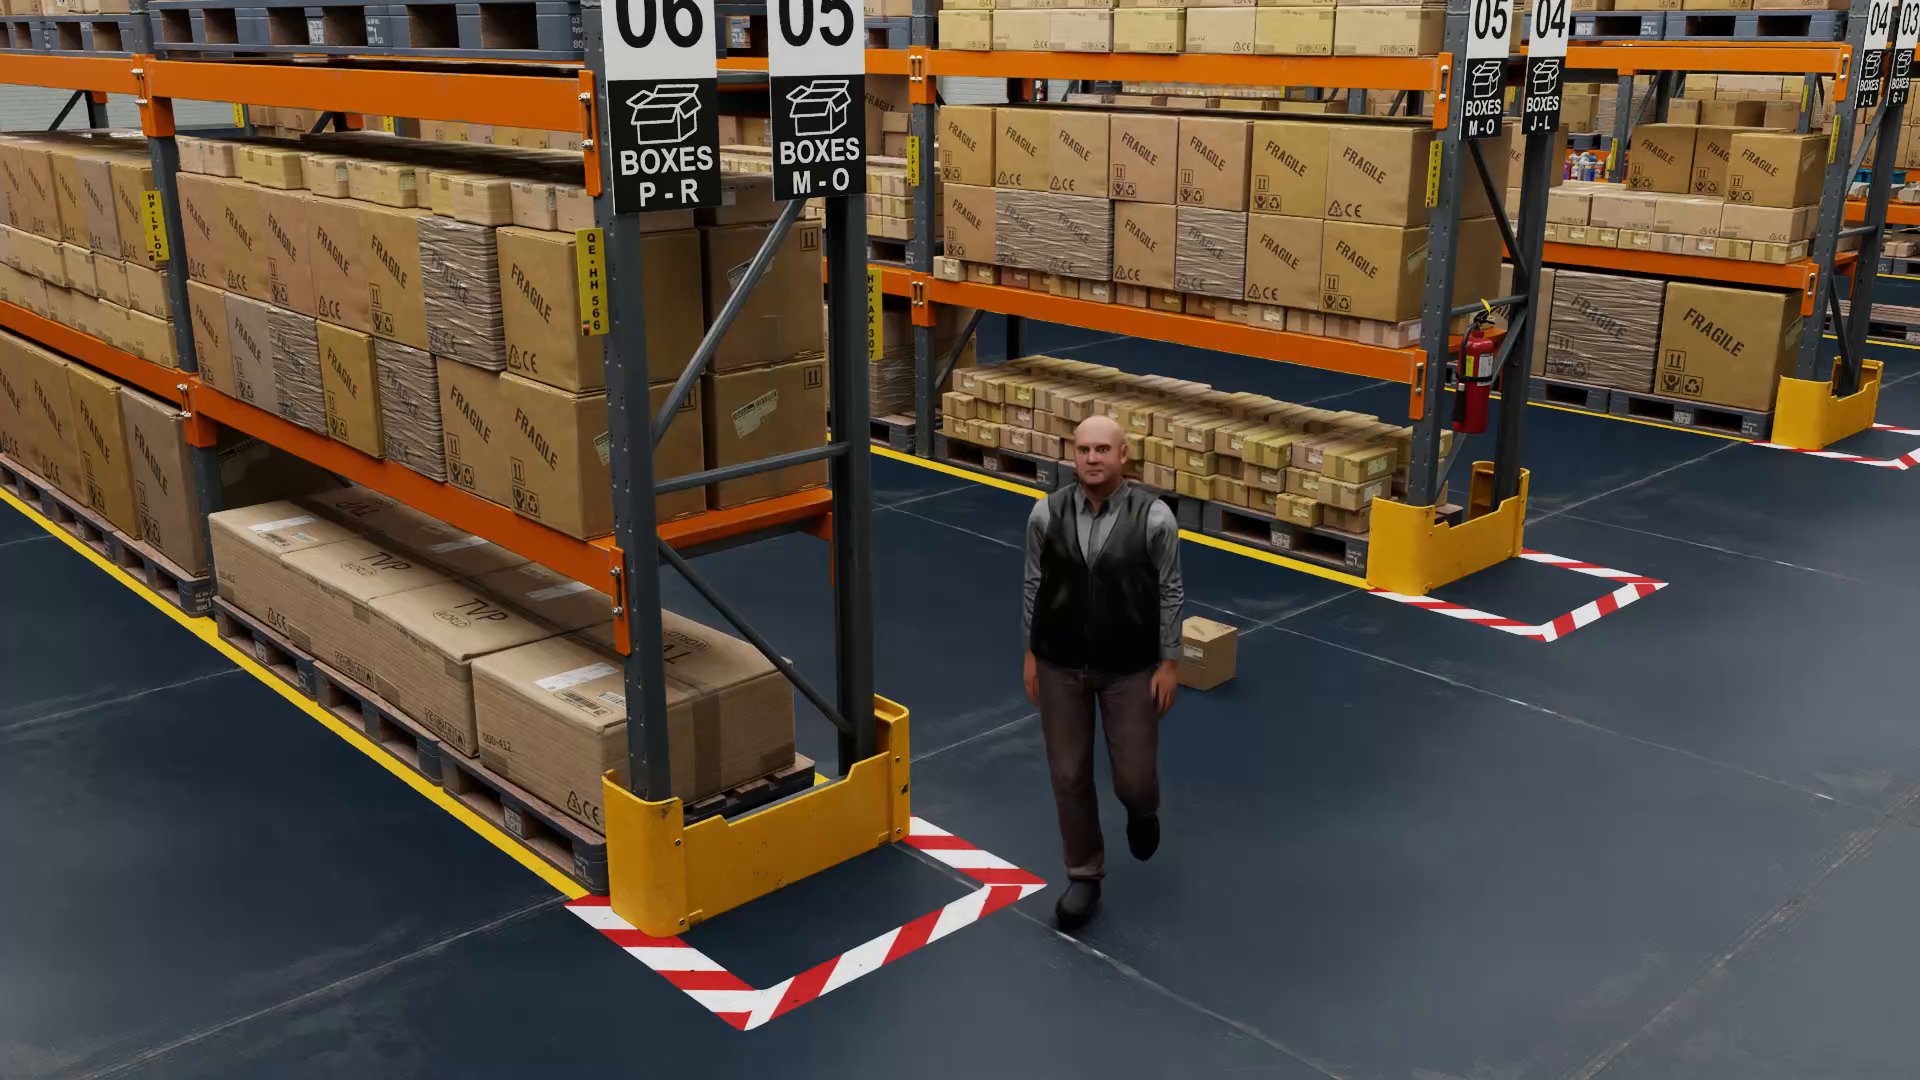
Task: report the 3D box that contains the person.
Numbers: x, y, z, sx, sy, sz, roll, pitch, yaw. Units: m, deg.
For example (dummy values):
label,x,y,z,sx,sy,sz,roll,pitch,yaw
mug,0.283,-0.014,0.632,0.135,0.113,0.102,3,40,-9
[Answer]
label,x,y,z,sx,sy,sz,roll,pitch,yaw
person,0.466,0.426,5.641,0.555,1.706,0.537,4,18,14
